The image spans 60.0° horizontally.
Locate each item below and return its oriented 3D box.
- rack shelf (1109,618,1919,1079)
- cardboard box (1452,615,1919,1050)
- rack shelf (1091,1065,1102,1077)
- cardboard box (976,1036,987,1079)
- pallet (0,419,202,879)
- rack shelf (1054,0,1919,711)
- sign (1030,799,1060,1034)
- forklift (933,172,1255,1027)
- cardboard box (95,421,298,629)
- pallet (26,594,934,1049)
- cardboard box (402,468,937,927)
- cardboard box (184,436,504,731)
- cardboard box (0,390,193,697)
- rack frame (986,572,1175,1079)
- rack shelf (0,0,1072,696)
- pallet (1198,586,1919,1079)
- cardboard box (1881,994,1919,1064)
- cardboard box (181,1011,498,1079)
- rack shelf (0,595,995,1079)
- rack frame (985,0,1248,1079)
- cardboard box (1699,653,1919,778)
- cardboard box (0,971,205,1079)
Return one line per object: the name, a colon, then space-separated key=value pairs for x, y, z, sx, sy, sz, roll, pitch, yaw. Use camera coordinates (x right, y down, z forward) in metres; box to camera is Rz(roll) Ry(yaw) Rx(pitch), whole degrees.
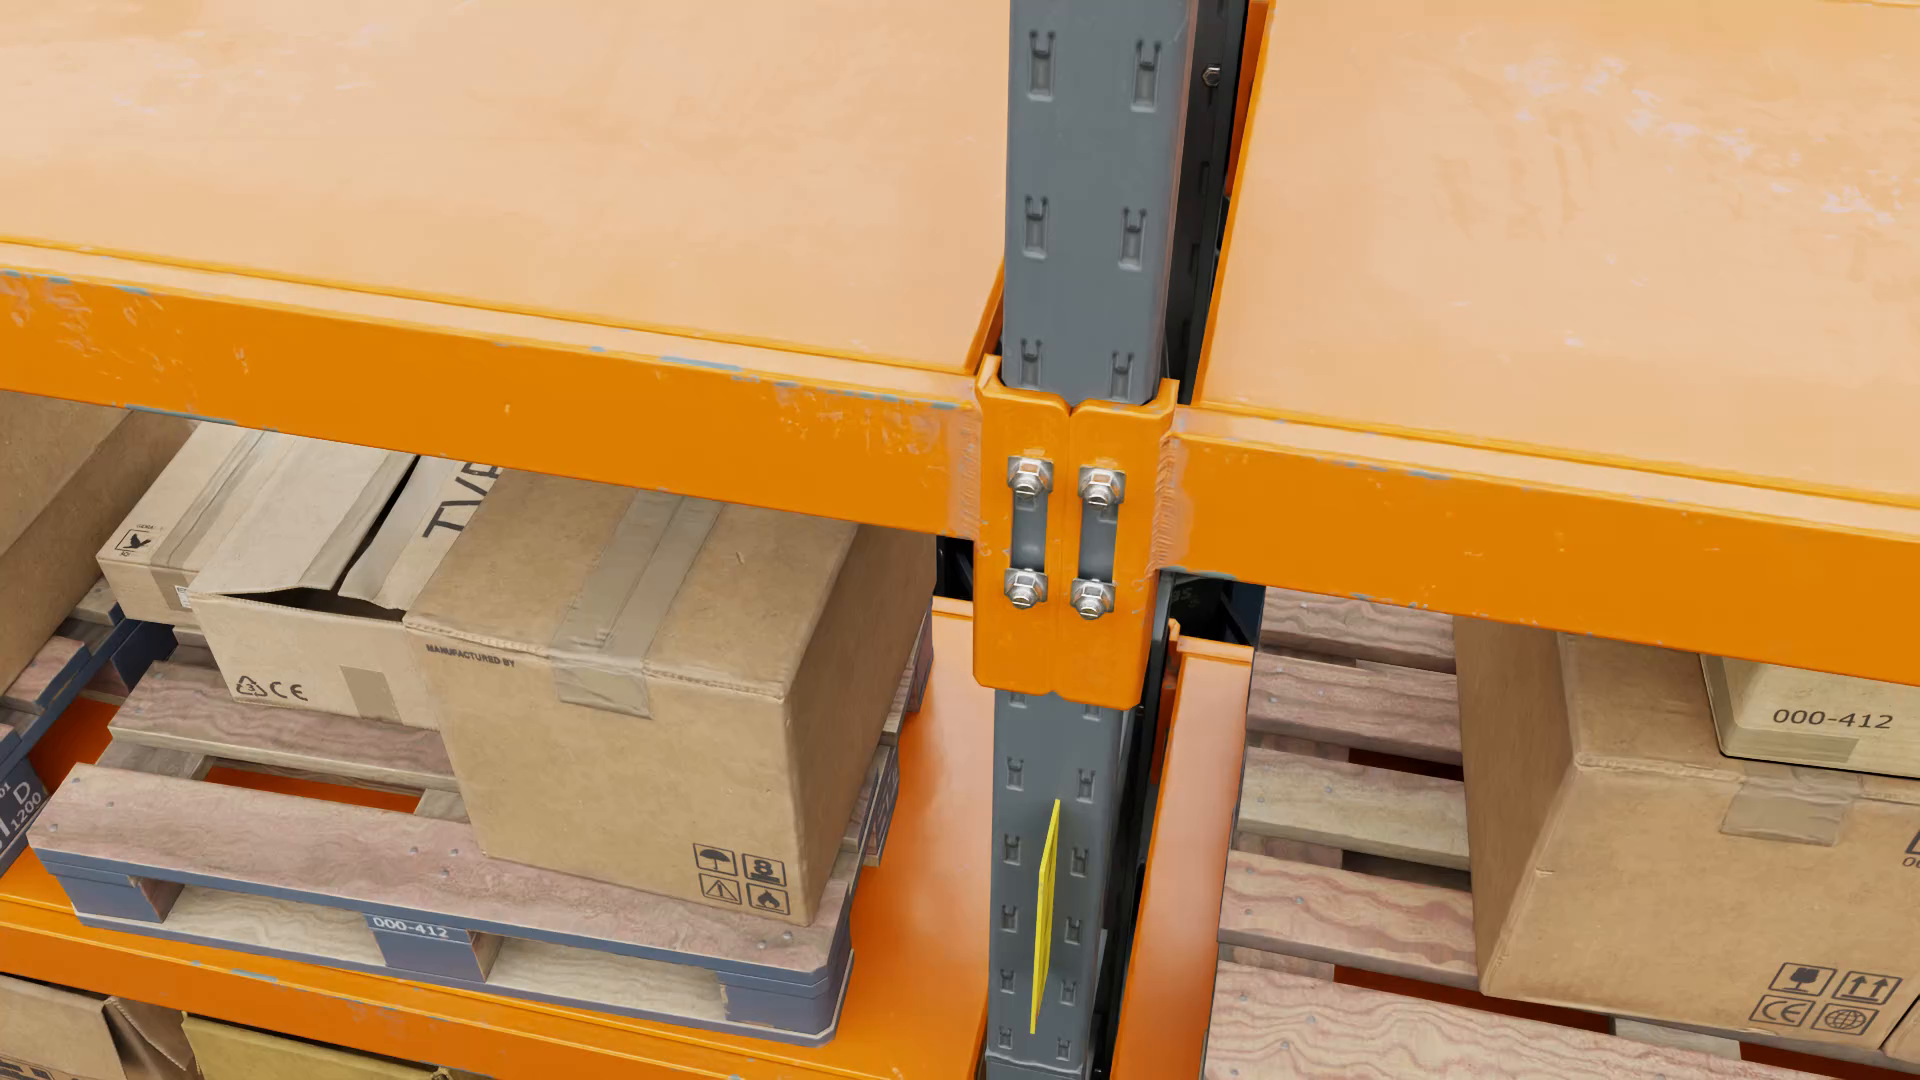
rack shelf: x=2.155 y=0.915 z=2.453 sx=4.000 sy=0.370 sz=1.077 roll=9 pitch=45 yaw=9
cardboard box: x=0.980 y=0.207 z=2.222 sx=0.500 sy=0.500 sz=0.700 roll=6 pitch=44 yaw=7
rack shelf: x=2.155 y=1.995 z=3.493 sx=4.000 sy=0.370 sz=1.077 roll=9 pitch=45 yaw=9
cardboard box: x=-0.191 y=1.158 z=3.771 sx=0.500 sy=0.500 sz=0.500 roll=9 pitch=45 yaw=9
pallet: x=-1.968 y=0.044 z=2.975 sx=1.213 sy=0.211 sz=1.003 roll=11 pitch=45 yaw=11
rack shelf: x=2.155 y=-0.022 z=1.551 sx=4.000 sy=0.370 sz=1.077 roll=9 pitch=45 yaw=9
sign: x=0.095 y=0.422 z=1.846 sx=0.005 sy=0.325 sz=0.100 roll=9 pitch=45 yaw=9
forklift: x=0.528 y=-0.046 z=5.145 sx=1.130 sy=2.935 sz=3.031 roll=-14 pitch=46 yaw=-14
cardboard box: x=-1.217 y=-0.035 z=2.799 sx=0.250 sy=0.149 sz=0.380 roll=7 pitch=44 yaw=7
pallet: x=-0.702 y=0.316 z=2.694 sx=1.217 sy=0.209 sz=0.805 roll=7 pitch=44 yaw=7
cardboard box: x=-0.365 y=0.084 z=2.422 sx=0.500 sy=0.500 sz=0.700 roll=10 pitch=45 yaw=10
cardboard box: x=-0.847 y=0.006 z=2.639 sx=0.500 sy=0.311 sz=0.500 roll=7 pitch=44 yaw=8
cardboard box: x=-1.702 y=-0.147 z=2.659 sx=0.637 sy=0.503 sz=0.797 roll=8 pitch=45 yaw=8
rack frame: x=0.204 y=1.433 z=3.558 sx=0.127 sy=3.000 sz=1.000 roll=9 pitch=45 yaw=9
rack shelf: x=-1.748 y=-0.628 z=2.180 sx=4.000 sy=0.370 sz=1.077 roll=9 pitch=45 yaw=9
pallet: x=1.000 y=0.515 z=2.413 sx=1.213 sy=0.211 sz=1.003 roll=9 pitch=45 yaw=9
cardboard box: x=1.504 y=0.291 z=2.134 sx=0.500 sy=0.500 sz=0.700 roll=11 pitch=45 yaw=11
cardboard box: x=-1.089 y=0.833 z=3.386 sx=0.637 sy=0.503 sz=0.797 roll=9 pitch=45 yaw=10
rack shelf: x=-1.748 y=0.309 z=3.082 sx=4.000 sy=0.370 sz=1.077 roll=9 pitch=45 yaw=9
rack frame: x=0.204 y=-0.728 z=1.478 sx=0.127 sy=3.000 sz=1.000 roll=9 pitch=45 yaw=9
cardboard box: x=1.120 y=0.006 z=1.890 sx=0.500 sy=0.250 sz=0.500 roll=6 pitch=44 yaw=6
cardboard box: x=-1.699 y=0.749 z=3.473 sx=0.637 sy=0.503 sz=0.797 roll=10 pitch=45 yaw=10
